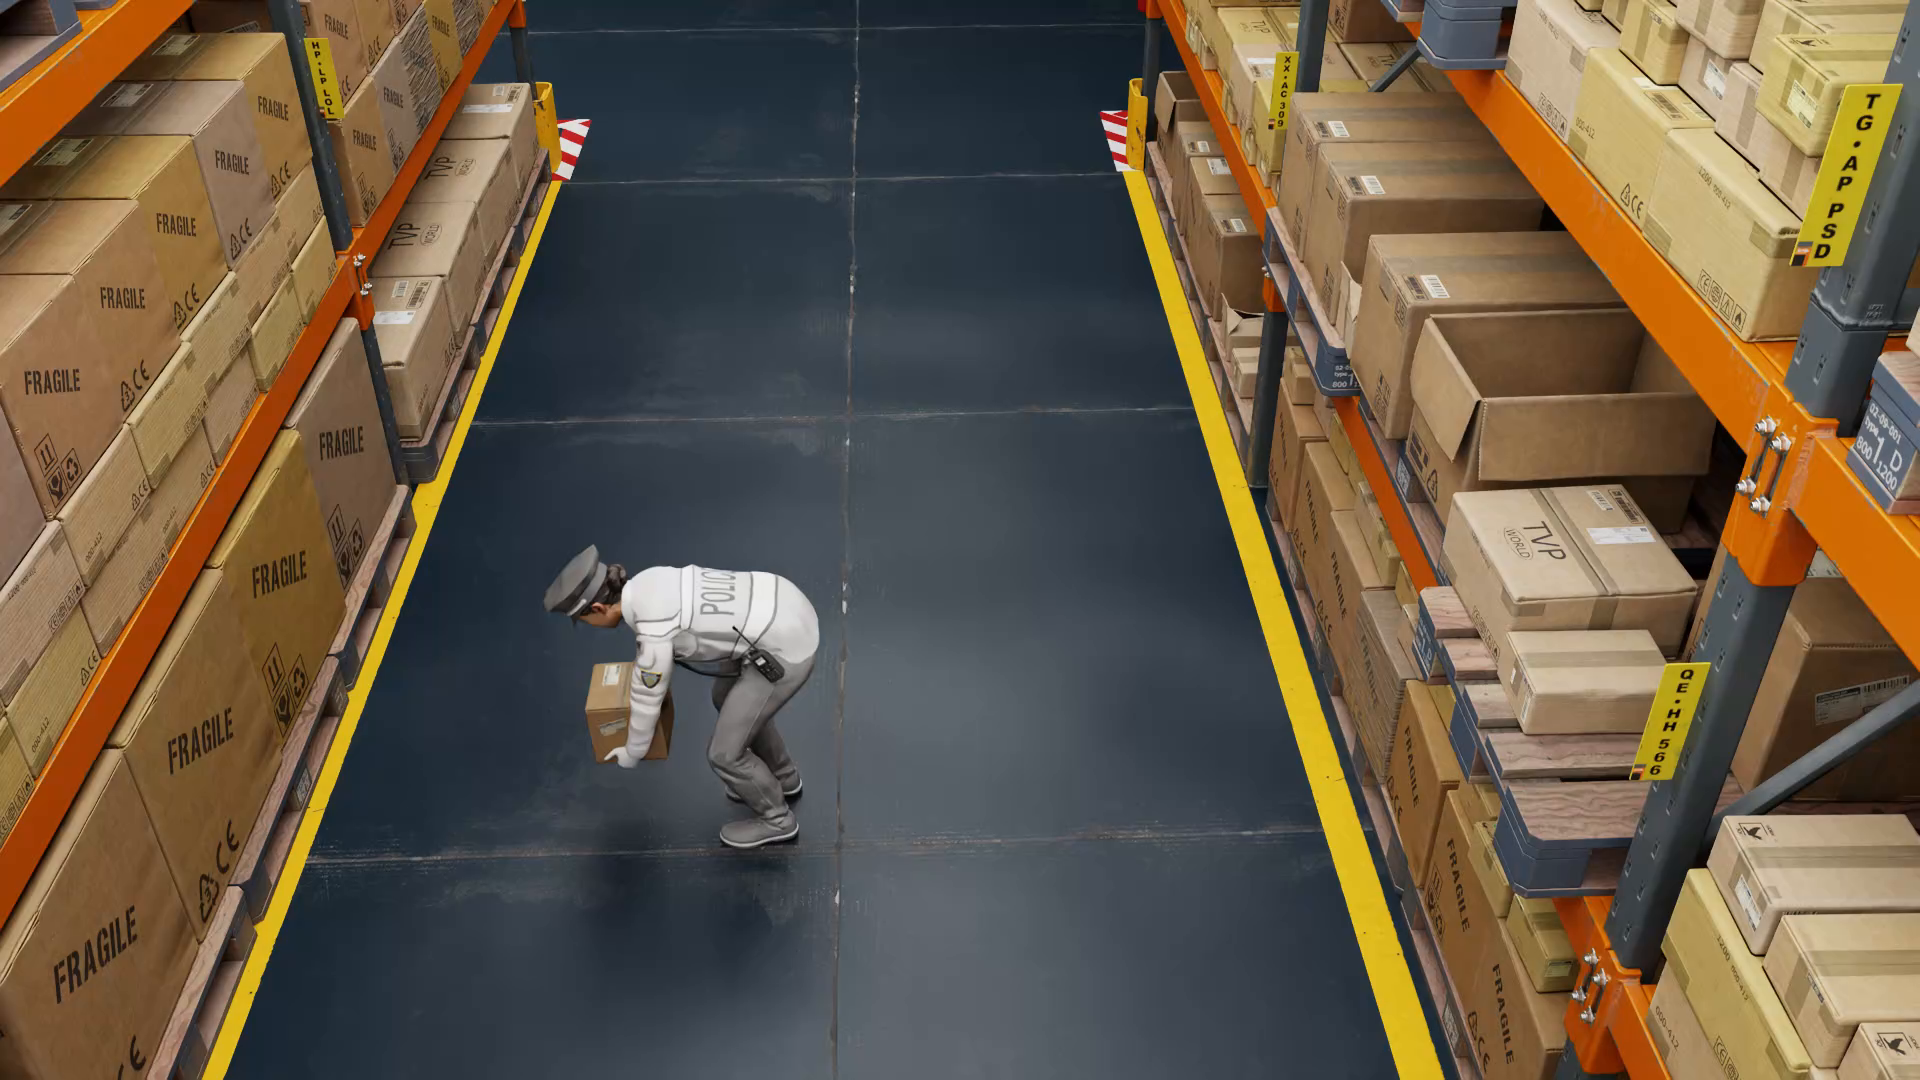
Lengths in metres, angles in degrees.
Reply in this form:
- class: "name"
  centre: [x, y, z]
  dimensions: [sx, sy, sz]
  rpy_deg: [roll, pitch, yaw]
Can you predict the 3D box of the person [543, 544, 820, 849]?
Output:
- class: "person"
  centre: [-0.931, 0.528, 5.795]
  dimensions: [0.903, 1.215, 0.428]
  rpy_deg: [-3, 36, -4]
